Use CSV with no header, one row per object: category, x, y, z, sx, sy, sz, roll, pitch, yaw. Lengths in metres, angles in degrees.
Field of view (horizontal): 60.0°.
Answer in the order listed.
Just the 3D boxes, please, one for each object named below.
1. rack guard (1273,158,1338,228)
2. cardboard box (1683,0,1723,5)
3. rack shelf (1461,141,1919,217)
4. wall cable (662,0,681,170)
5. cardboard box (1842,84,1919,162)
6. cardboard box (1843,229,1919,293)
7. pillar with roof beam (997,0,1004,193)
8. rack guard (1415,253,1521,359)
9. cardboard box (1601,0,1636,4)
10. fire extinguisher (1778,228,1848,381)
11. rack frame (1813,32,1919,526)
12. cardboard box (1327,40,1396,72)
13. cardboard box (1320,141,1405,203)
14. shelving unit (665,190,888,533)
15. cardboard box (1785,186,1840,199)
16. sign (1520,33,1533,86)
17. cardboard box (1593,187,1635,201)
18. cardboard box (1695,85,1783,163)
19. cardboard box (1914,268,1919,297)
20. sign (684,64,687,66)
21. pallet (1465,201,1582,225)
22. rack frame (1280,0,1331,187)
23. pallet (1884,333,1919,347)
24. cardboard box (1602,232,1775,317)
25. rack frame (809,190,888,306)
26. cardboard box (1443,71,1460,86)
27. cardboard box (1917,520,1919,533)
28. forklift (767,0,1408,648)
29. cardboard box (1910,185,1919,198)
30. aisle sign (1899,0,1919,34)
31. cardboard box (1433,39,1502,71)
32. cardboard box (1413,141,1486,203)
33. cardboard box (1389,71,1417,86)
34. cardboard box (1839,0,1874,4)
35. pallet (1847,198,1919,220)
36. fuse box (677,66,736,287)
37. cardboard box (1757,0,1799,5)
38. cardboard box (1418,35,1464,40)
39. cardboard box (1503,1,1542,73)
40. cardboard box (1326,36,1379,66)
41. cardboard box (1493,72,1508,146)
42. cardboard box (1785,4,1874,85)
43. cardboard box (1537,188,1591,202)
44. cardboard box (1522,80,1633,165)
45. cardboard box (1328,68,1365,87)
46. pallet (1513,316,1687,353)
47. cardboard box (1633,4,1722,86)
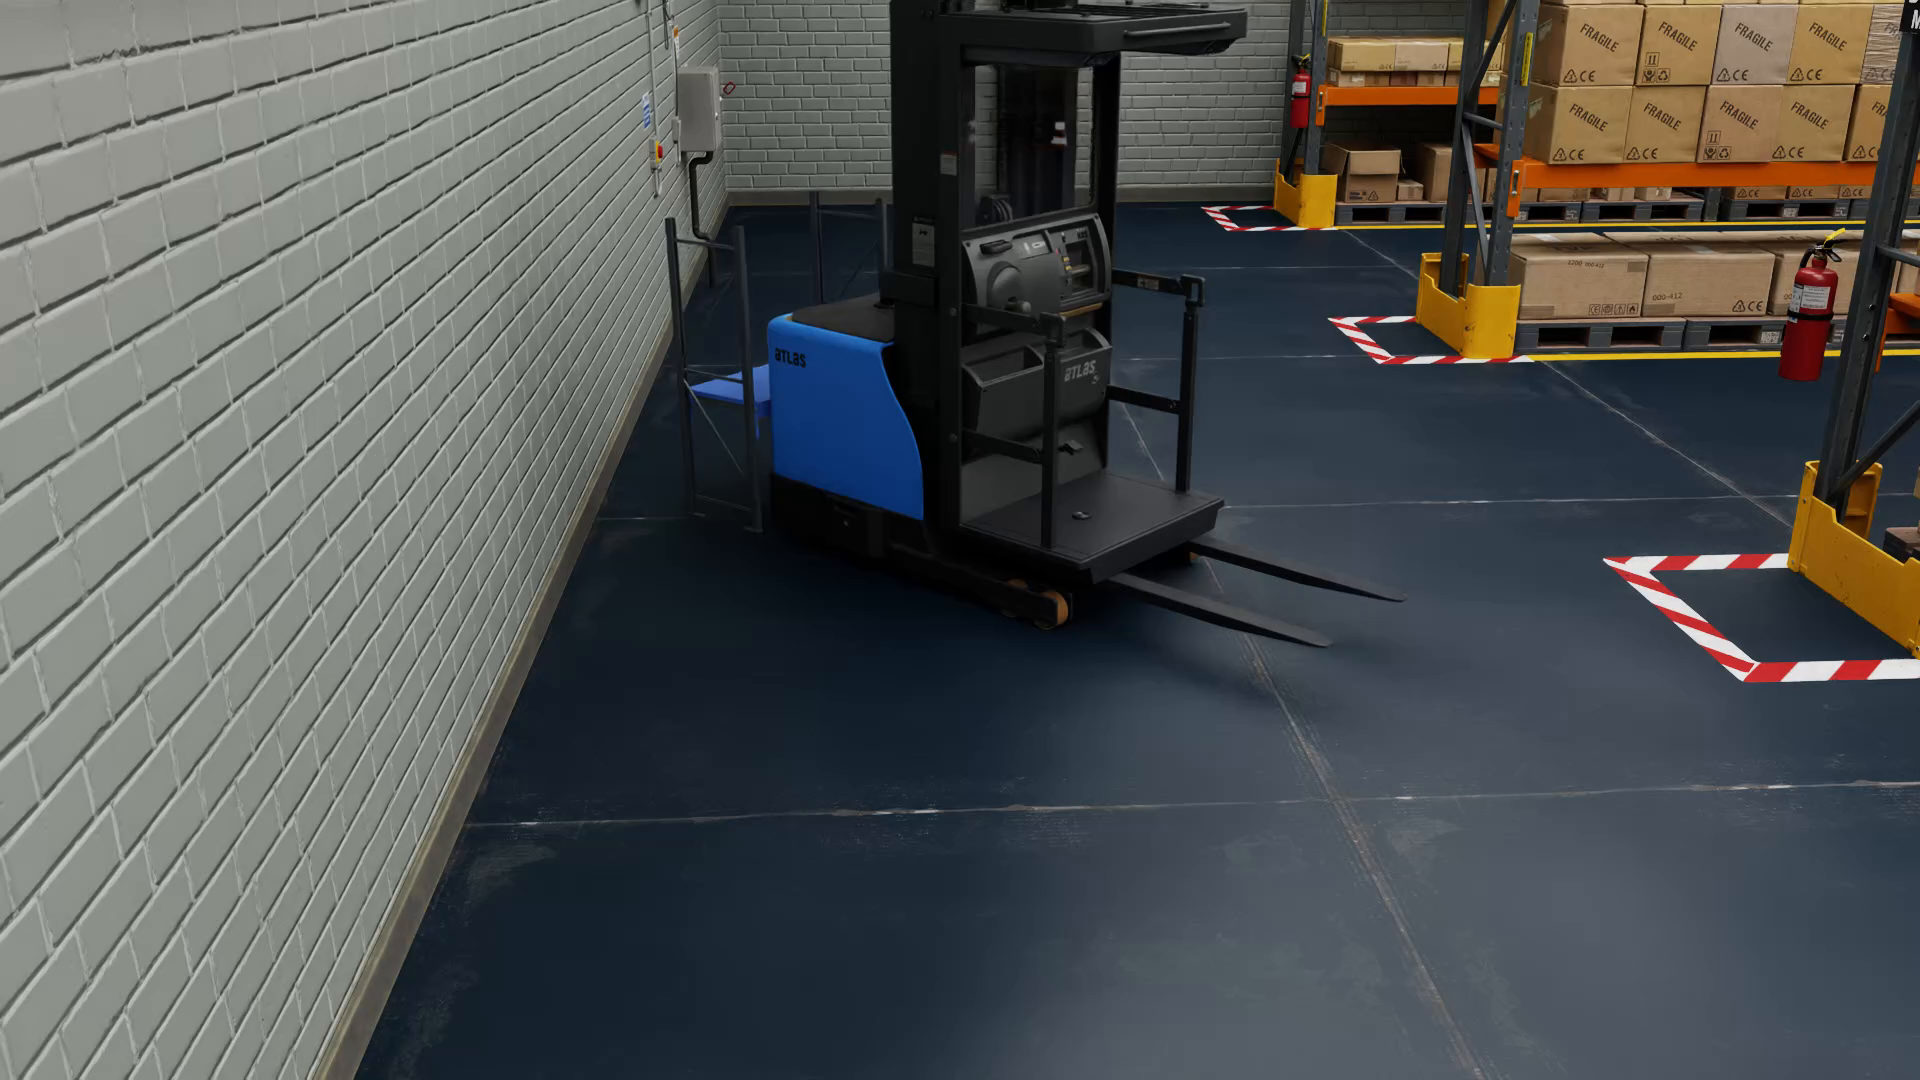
rack guard,3.409,-3.444,16.465,0.348,0.500,1.175,-1,21,-3
cardboard box,4.775,-3.581,10.853,0.250,0.149,0.380,-2,21,-5
rack shelf,5.617,-2.552,11.620,4.000,0.370,1.077,-1,21,-3
wall cable,-2.101,-3.703,12.204,0.122,1.984,0.588,-1,21,-3
cardboard box,6.150,-2.848,11.244,0.500,0.500,0.500,-1,21,-4
cardboard box,6.980,-1.953,12.046,0.875,0.438,0.875,-1,21,-4
pillar with roof beam,0.835,-6.151,11.629,0.400,9.000,9.100,-1,21,-3
rack guard,3.596,-1.679,11.829,0.348,0.500,1.175,-1,21,-3
cardboard box,4.248,-3.604,10.915,0.250,0.149,0.380,-1,21,-2
fire extinguisher,3.726,-1.040,7.269,0.183,0.674,0.296,-1,21,-3
rack frame,4.003,-1.091,6.772,0.127,3.000,1.000,-1,21,-3
cardboard box,3.801,-4.593,15.763,0.500,0.250,0.500,-1,21,-3
cardboard box,3.949,-3.619,16.330,0.637,0.503,0.797,-2,21,-5
shelving unit,-0.881,-0.934,8.450,0.538,1.500,1.048,14,25,35
cardboard box,8.353,-3.664,16.453,0.500,0.500,0.500,-1,21,-4
sign,3.646,-3.092,10.699,0.005,0.325,0.100,-1,21,-3
cardboard box,6.430,-3.488,16.319,0.258,0.266,0.396,0,21,-1
cardboard box,5.128,-2.826,11.188,0.500,0.500,0.500,-1,21,-3
cardboard box,4.313,-1.081,7.098,0.250,0.149,0.380,-1,21,-3
sign,-2.217,-3.601,13.497,0.001,0.494,0.329,-1,21,-3
pallet,5.420,-3.349,16.622,1.213,0.211,1.003,-1,21,-3
rack frame,3.333,-4.611,16.016,0.127,3.000,1.000,-1,21,-3
pallet,6.850,-1.638,12.127,1.213,0.211,1.003,-1,21,-3
cardboard box,5.186,-1.917,11.951,0.875,0.438,0.875,-1,21,-2
rack frame,-0.570,-1.077,8.826,0.500,1.500,0.032,14,25,35
cardboard box,4.709,-4.433,15.901,0.250,0.149,0.380,-1,21,-2
cardboard box,4.517,-0.040,7.427,0.250,0.149,0.380,-1,21,-2
forklift,0.505,-1.196,7.143,3.031,2.935,1.130,18,27,38
cardboard box,9.370,-3.681,16.498,0.500,0.500,0.500,-2,21,-5
aisle sign,3.913,-2.411,6.585,0.004,0.787,0.394,-1,21,-3
cardboard box,4.810,-4.615,15.820,0.500,0.250,0.500,-2,21,-4
cardboard box,4.805,-3.621,16.340,0.500,0.500,0.700,0,21,-1
cardboard box,4.188,-4.442,15.926,0.250,0.149,0.380,-1,21,-4
cardboard box,5.800,-3.613,10.938,0.250,0.149,0.380,-1,21,-3
pallet,9.357,-3.445,16.872,1.213,0.211,1.003,-1,21,-3
fuse box,-1.983,-2.872,13.260,0.414,1.711,0.539,-1,21,-3
cardboard box,5.286,-3.595,10.890,0.250,0.149,0.380,-1,21,-3
cardboard box,4.786,-4.802,16.311,0.500,0.250,0.500,-1,21,-1
cardboard box,4.088,-3.456,11.437,0.500,0.500,0.500,0,21,-1
cardboard box,3.777,-4.784,16.262,0.500,0.250,0.500,-1,21,-1
cardboard box,4.086,-2.998,11.640,0.500,0.500,0.500,-1,21,-3
cardboard box,5.642,-3.307,11.046,0.500,0.500,0.500,-1,21,-3
cardboard box,5.841,-3.642,16.395,0.500,0.500,0.700,-2,21,-5
cardboard box,4.116,-2.802,11.125,0.500,0.500,0.500,-1,21,-3
cardboard box,3.677,-4.403,15.822,0.250,0.149,0.380,-1,21,-3
pallet,4.414,-1.589,11.997,1.213,0.211,1.003,-1,21,-3
cardboard box,4.631,-3.283,10.983,0.500,0.500,0.500,-2,21,-5
